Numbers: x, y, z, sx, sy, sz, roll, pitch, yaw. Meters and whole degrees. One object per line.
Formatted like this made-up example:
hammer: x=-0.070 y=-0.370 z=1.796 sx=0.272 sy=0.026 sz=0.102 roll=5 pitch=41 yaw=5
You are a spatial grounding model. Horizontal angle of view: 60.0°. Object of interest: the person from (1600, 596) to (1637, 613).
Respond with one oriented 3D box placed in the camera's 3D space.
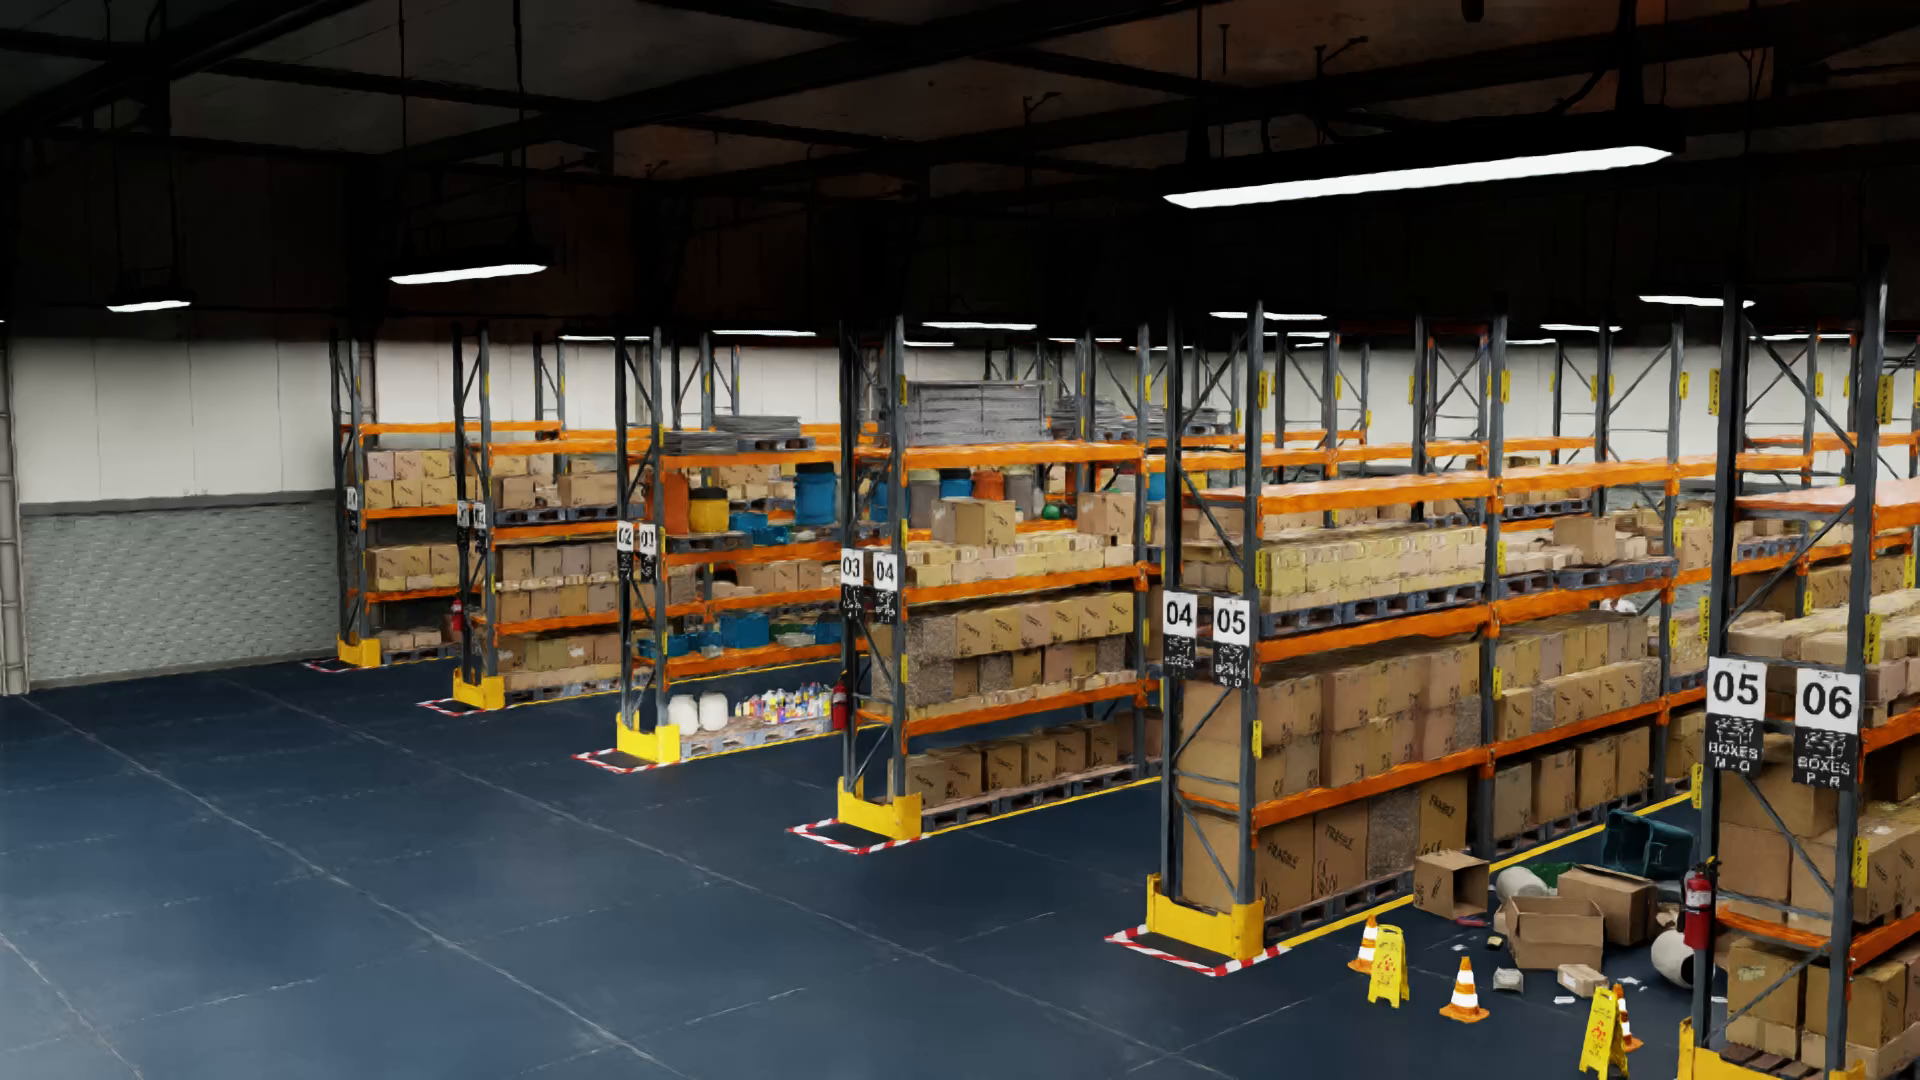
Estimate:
person: x=10.838 y=1.679 z=27.460 sx=0.538 sy=1.499 sz=0.729 roll=-5 pitch=8 yaw=-43
